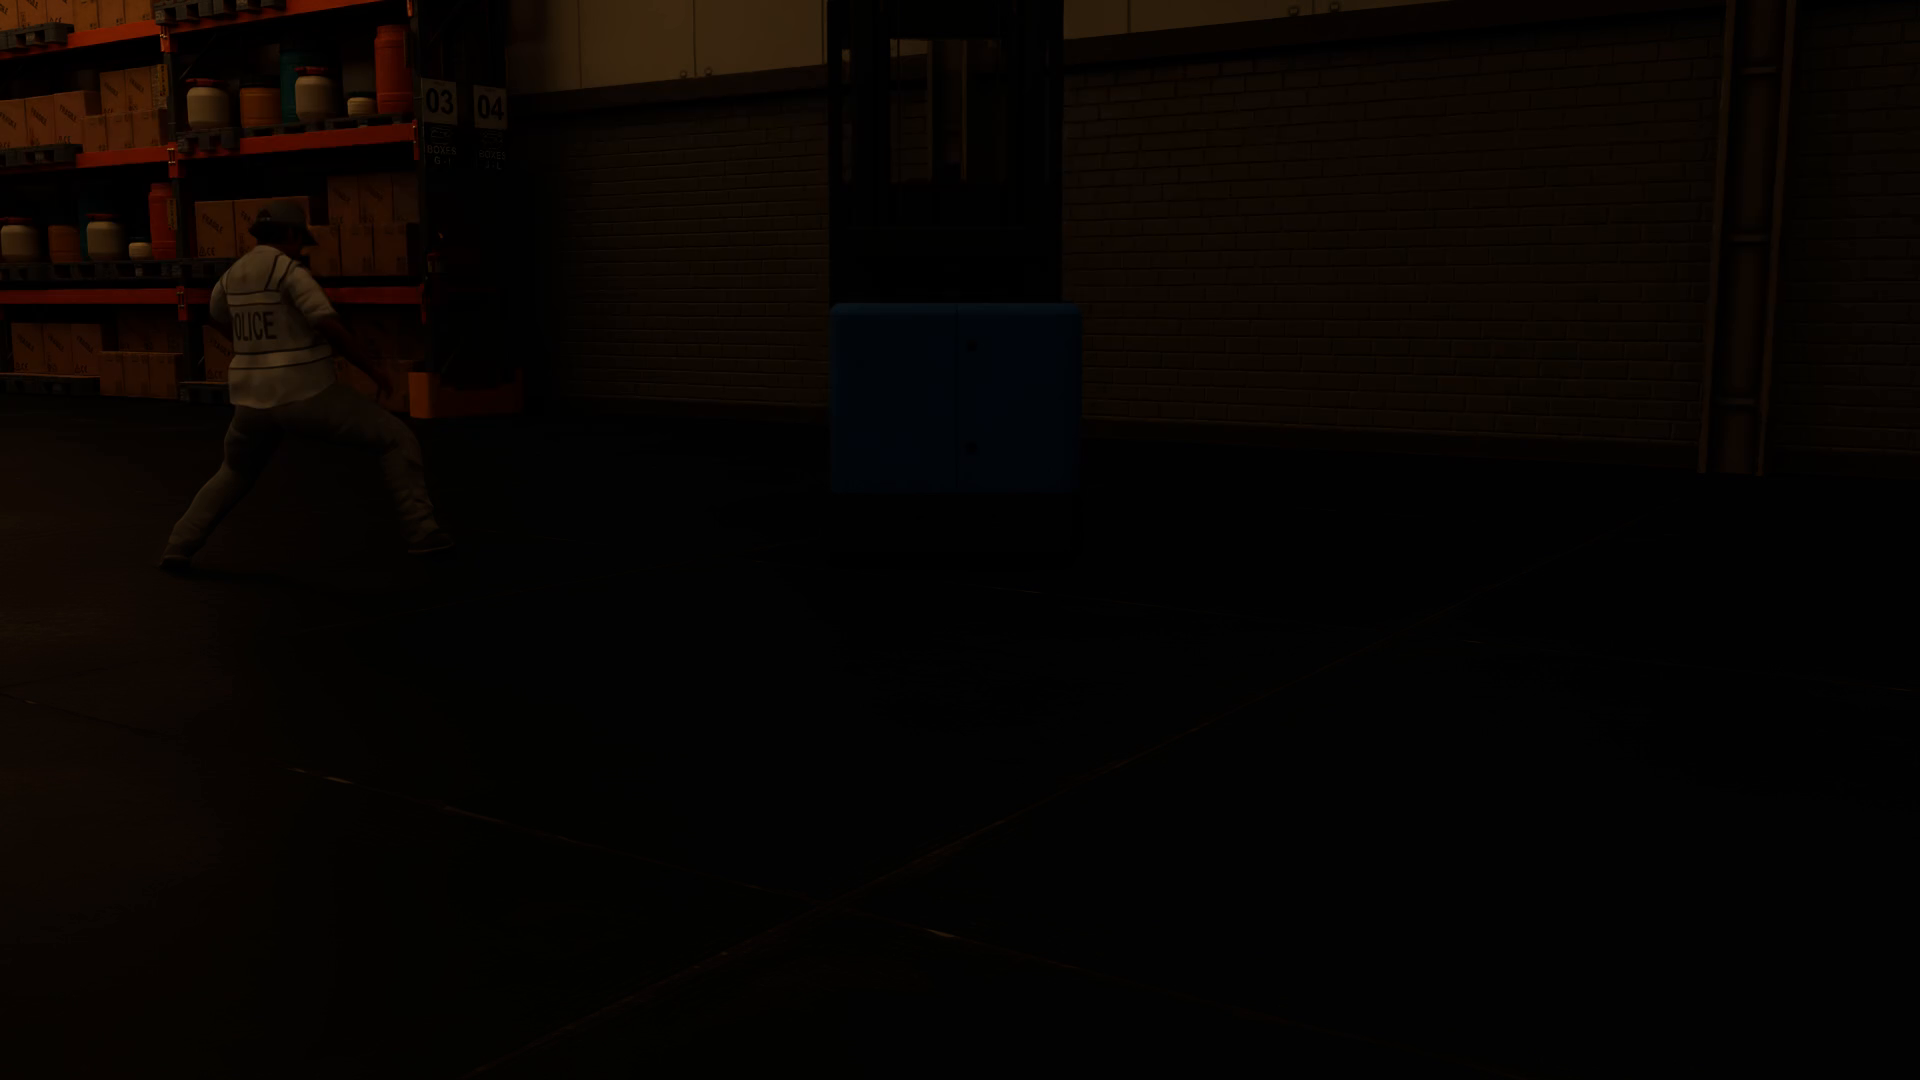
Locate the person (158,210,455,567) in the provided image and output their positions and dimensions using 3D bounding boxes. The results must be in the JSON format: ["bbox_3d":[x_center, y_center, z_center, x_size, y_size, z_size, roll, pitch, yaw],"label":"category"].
[{"bbox_3d":[-2.755,-0.607,6.907,0.982,1.481,0.893,4,9,25],"label":"person"}]

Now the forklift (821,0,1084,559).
[{"bbox_3d":[-0.080,-1.541,8.032,1.130,2.935,3.031,0,8,-3],"label":"forklift"}]
